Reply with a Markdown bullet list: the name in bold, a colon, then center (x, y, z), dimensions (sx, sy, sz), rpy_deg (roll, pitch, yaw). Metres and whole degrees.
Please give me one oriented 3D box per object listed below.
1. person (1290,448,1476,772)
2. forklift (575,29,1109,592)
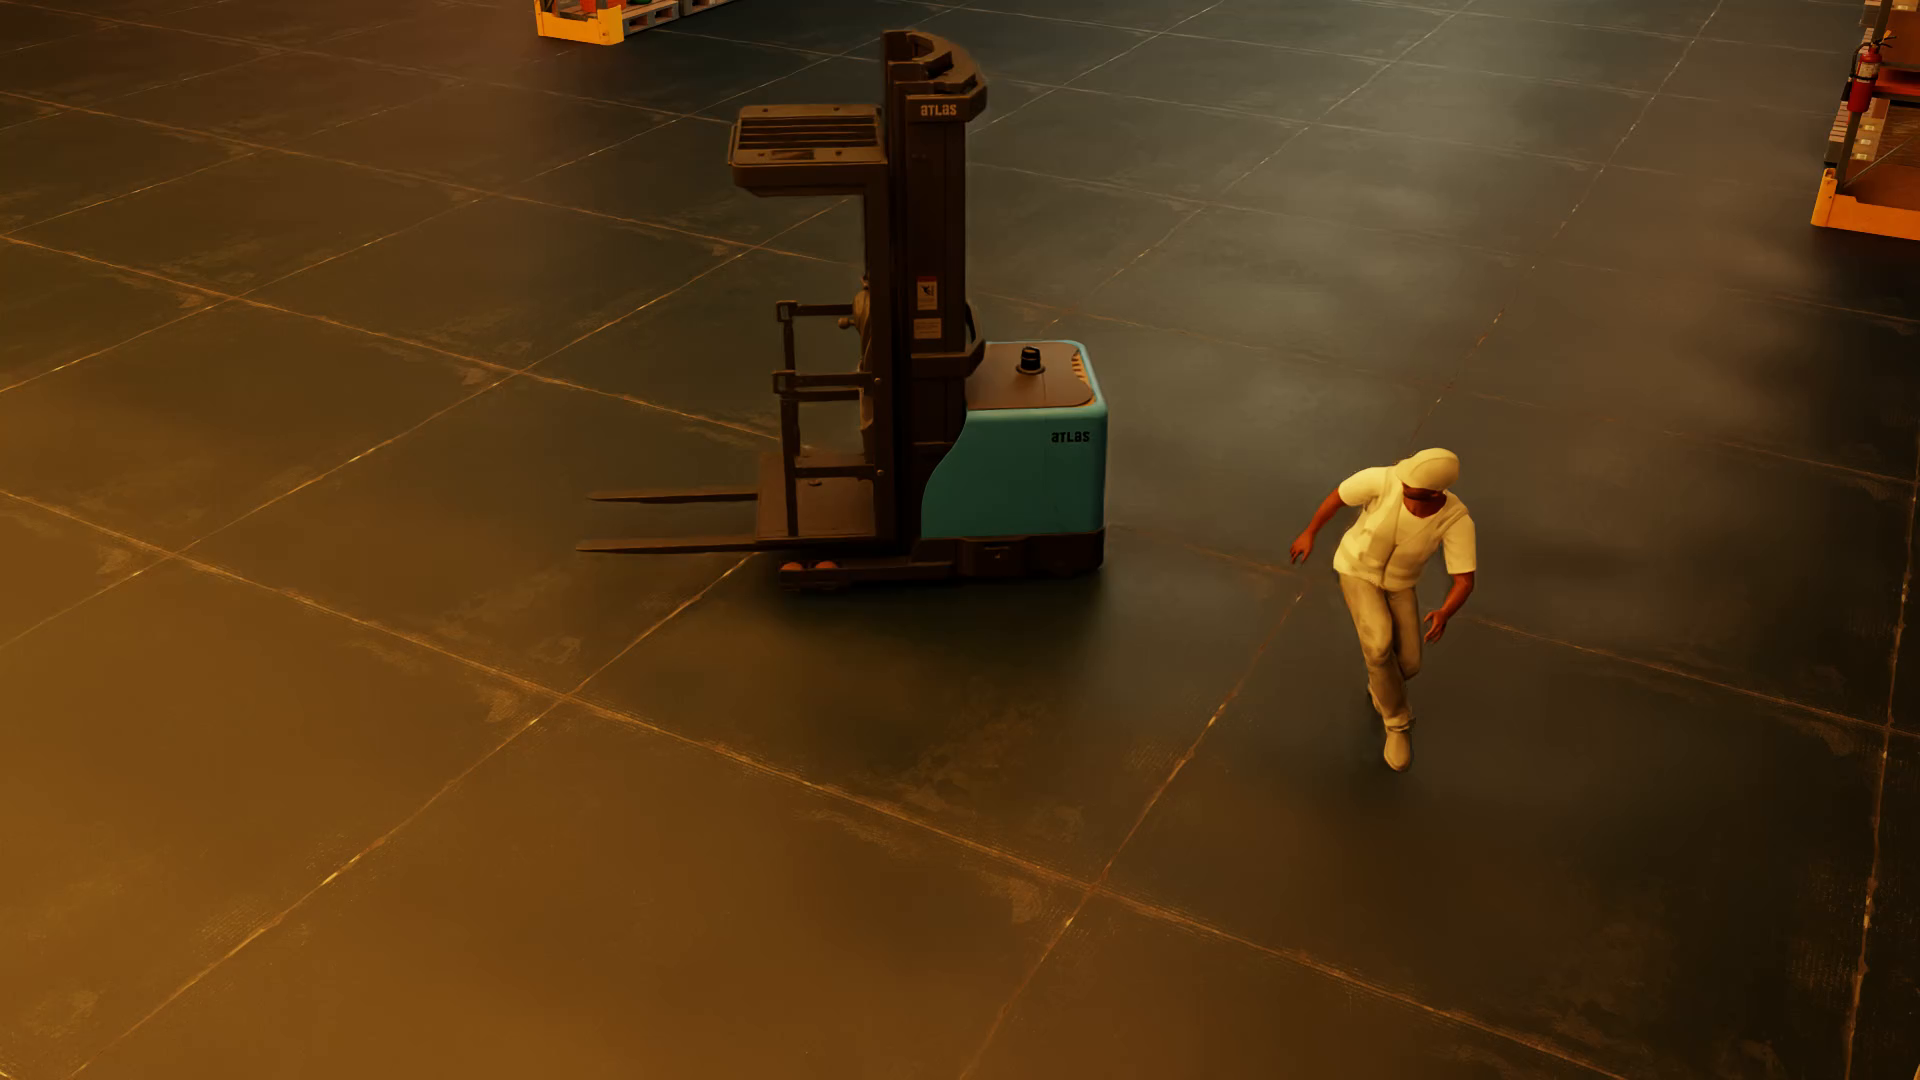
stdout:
- **person**: center (2.036, 0.256, 7.998), dimensions (0.806, 1.584, 0.822), rpy_deg (1, 30, 2)
- **forklift**: center (-0.709, -1.247, 9.230), dimensions (3.031, 2.935, 1.130), rpy_deg (-2, 30, -4)
